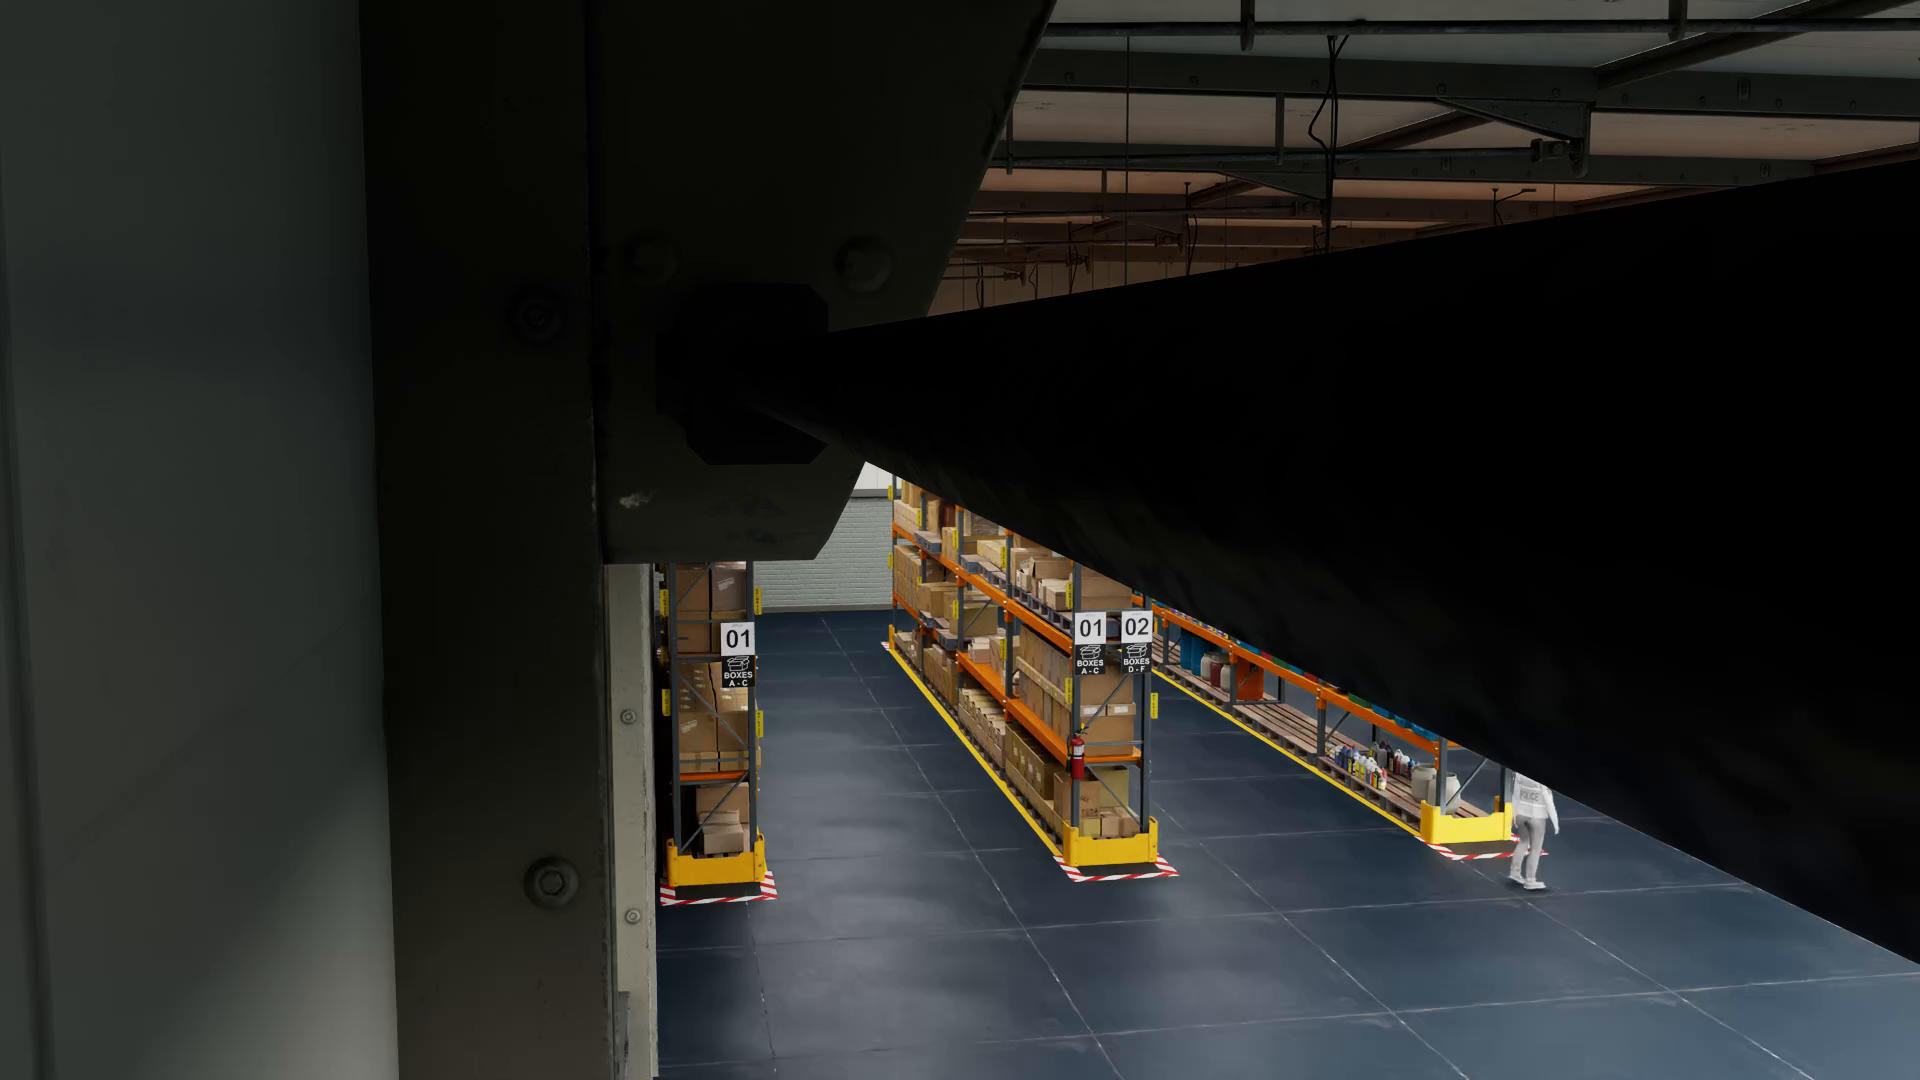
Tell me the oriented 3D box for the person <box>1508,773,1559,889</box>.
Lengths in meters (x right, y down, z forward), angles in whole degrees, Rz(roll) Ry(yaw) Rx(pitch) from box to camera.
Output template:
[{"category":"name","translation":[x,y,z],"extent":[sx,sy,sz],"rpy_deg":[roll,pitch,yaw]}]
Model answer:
[{"category":"person","translation":[6.899,3.362,19.943],"extent":[0.349,1.696,0.572],"rpy_deg":[-5,8,-36]}]
